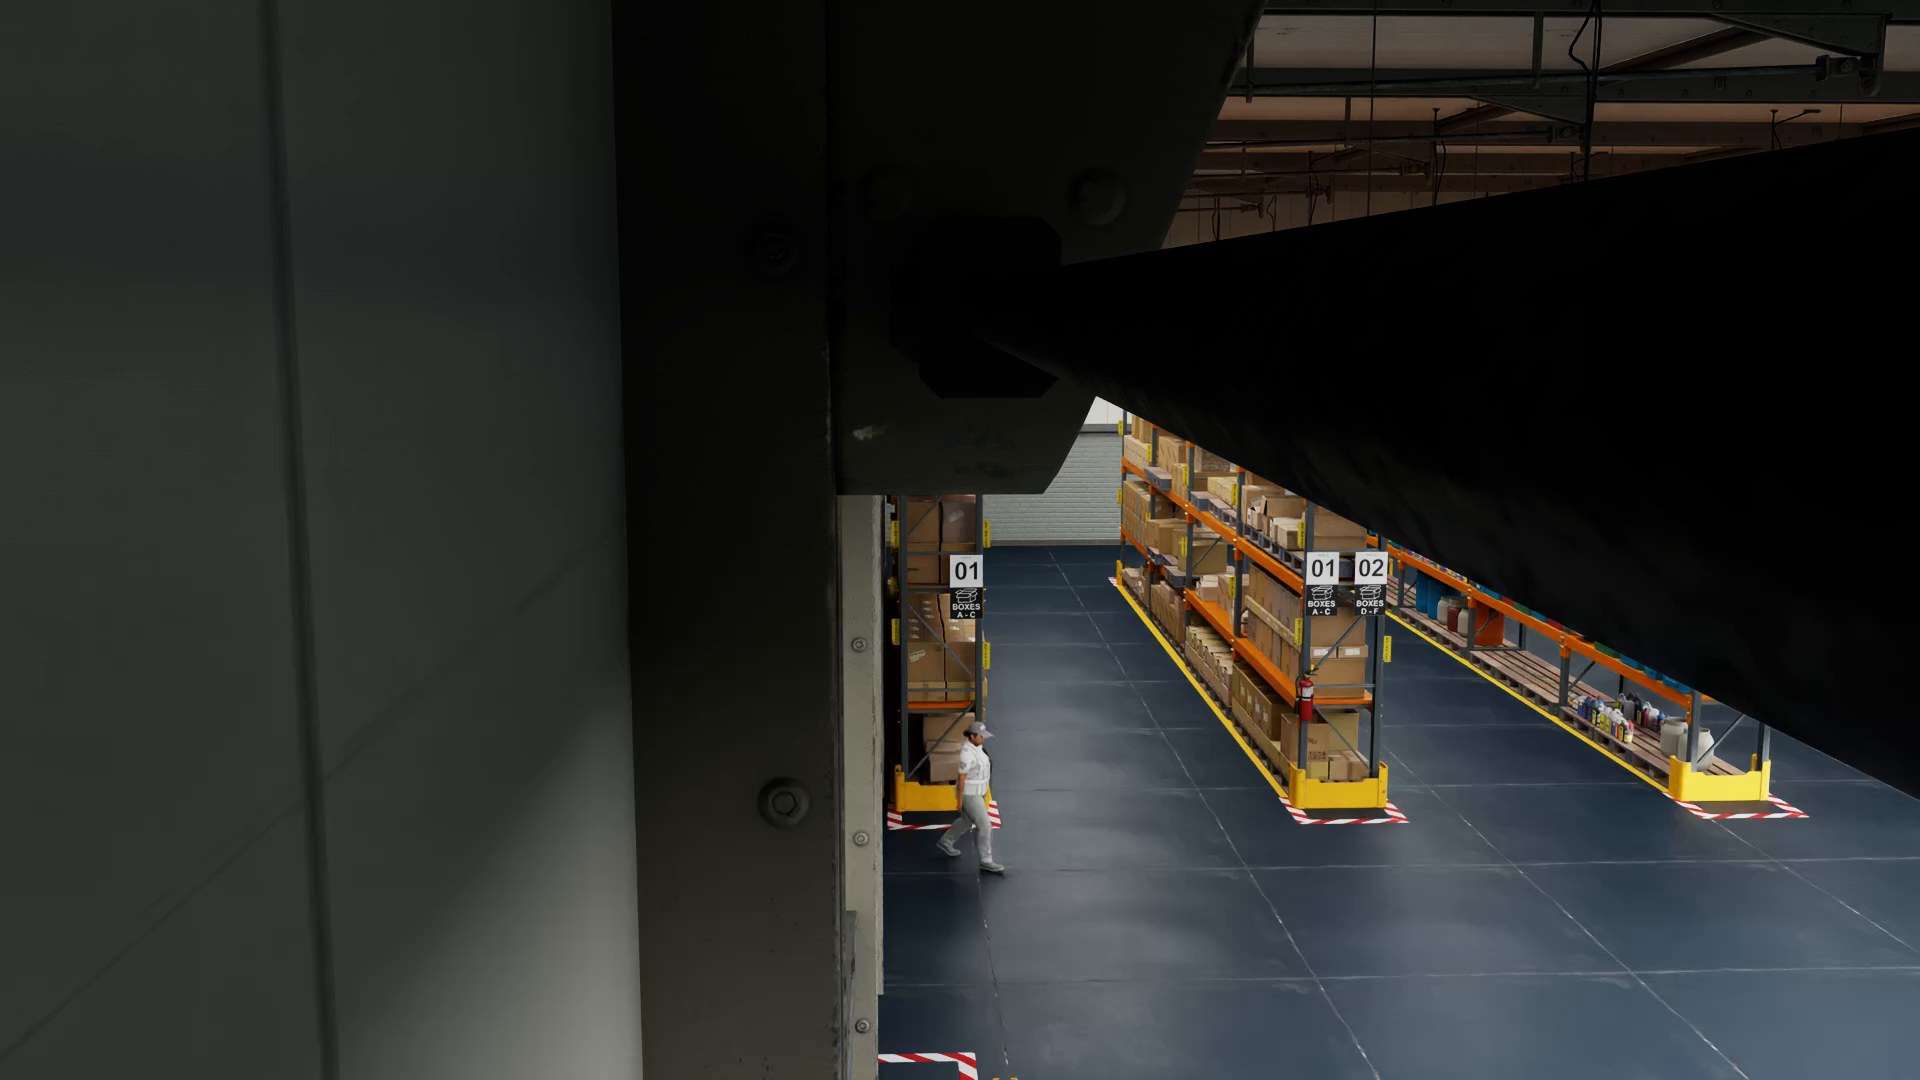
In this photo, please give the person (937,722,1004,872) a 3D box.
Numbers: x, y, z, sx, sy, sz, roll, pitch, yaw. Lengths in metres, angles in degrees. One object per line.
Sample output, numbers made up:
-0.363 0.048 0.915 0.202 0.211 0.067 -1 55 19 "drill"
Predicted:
0.119 2.812 18.511 0.838 1.621 0.506 2 9 13 "person"
